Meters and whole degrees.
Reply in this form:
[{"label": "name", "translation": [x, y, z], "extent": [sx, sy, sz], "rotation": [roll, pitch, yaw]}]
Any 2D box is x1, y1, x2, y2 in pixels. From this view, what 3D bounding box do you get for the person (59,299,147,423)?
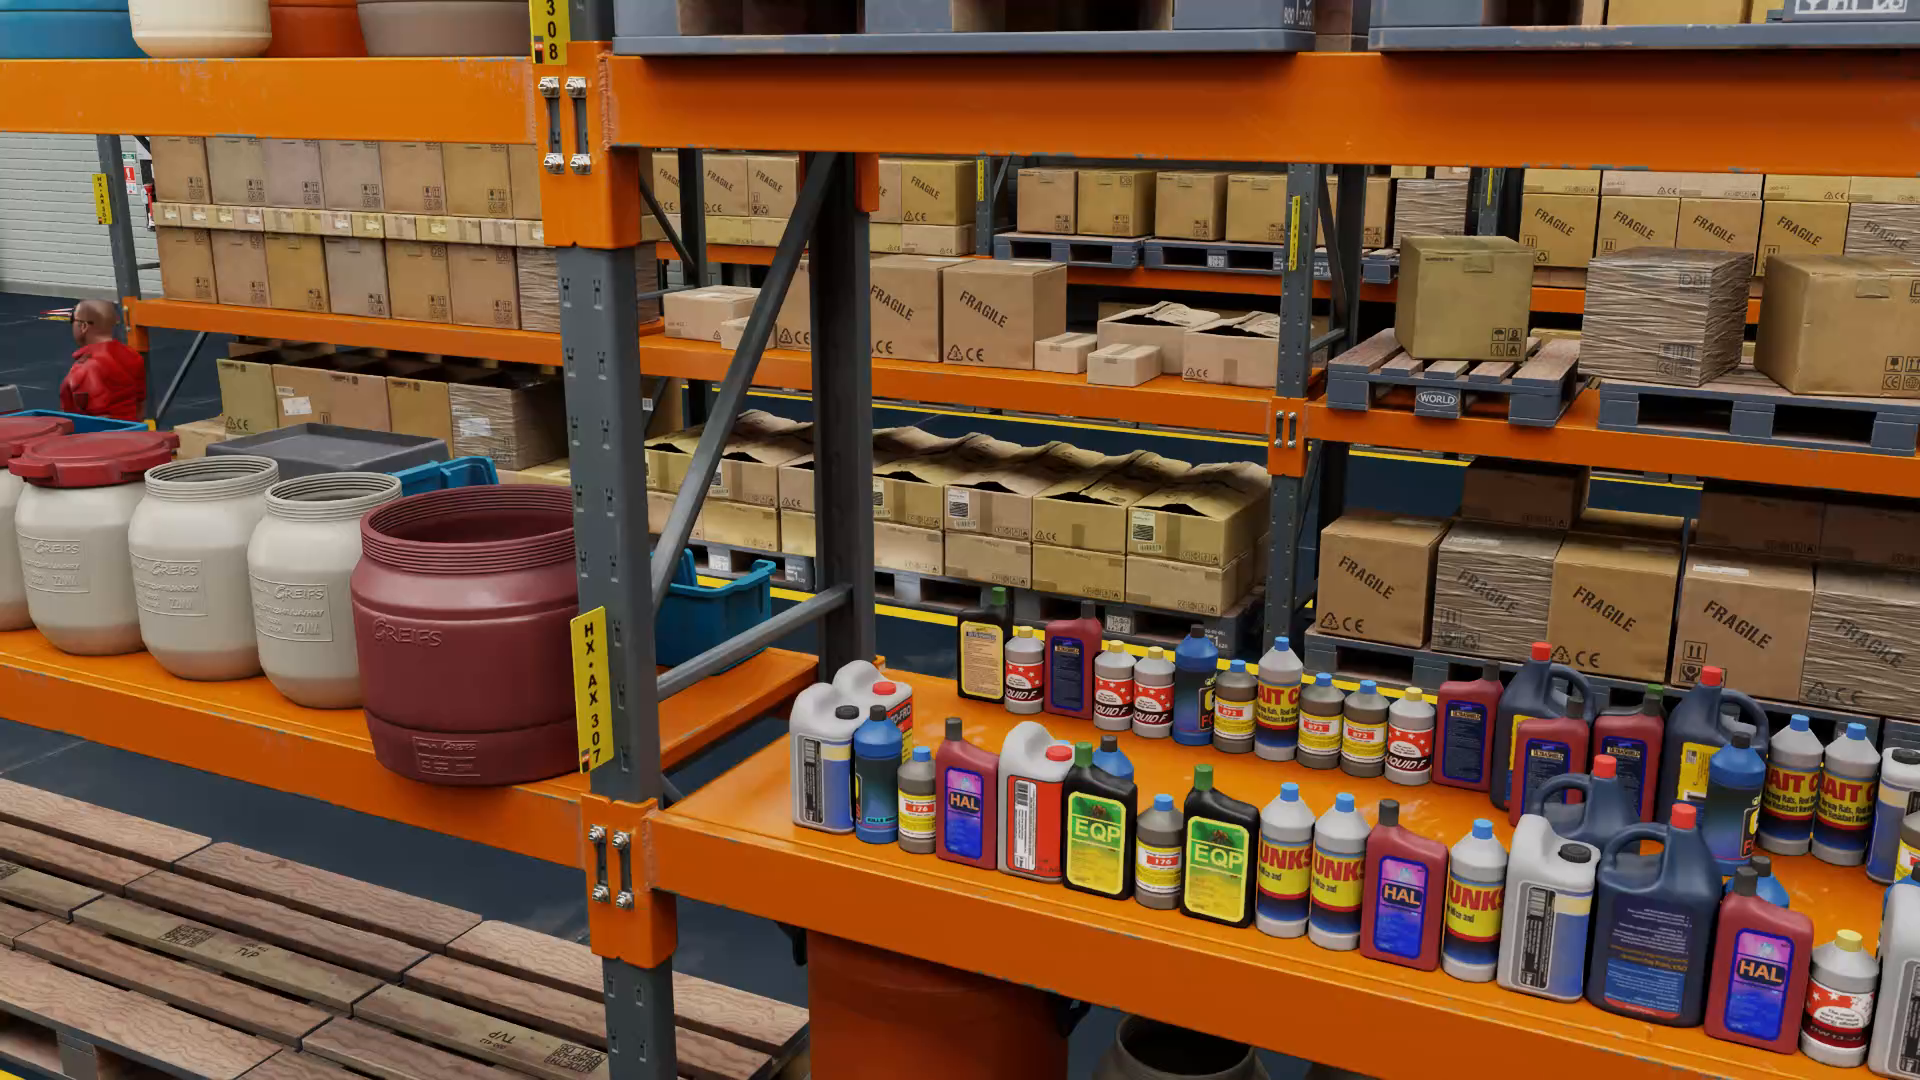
[{"label": "person", "translation": [-4.296, -0.389, 8.443], "extent": [0.994, 1.679, 0.539], "rotation": [4, 16, 12]}]
